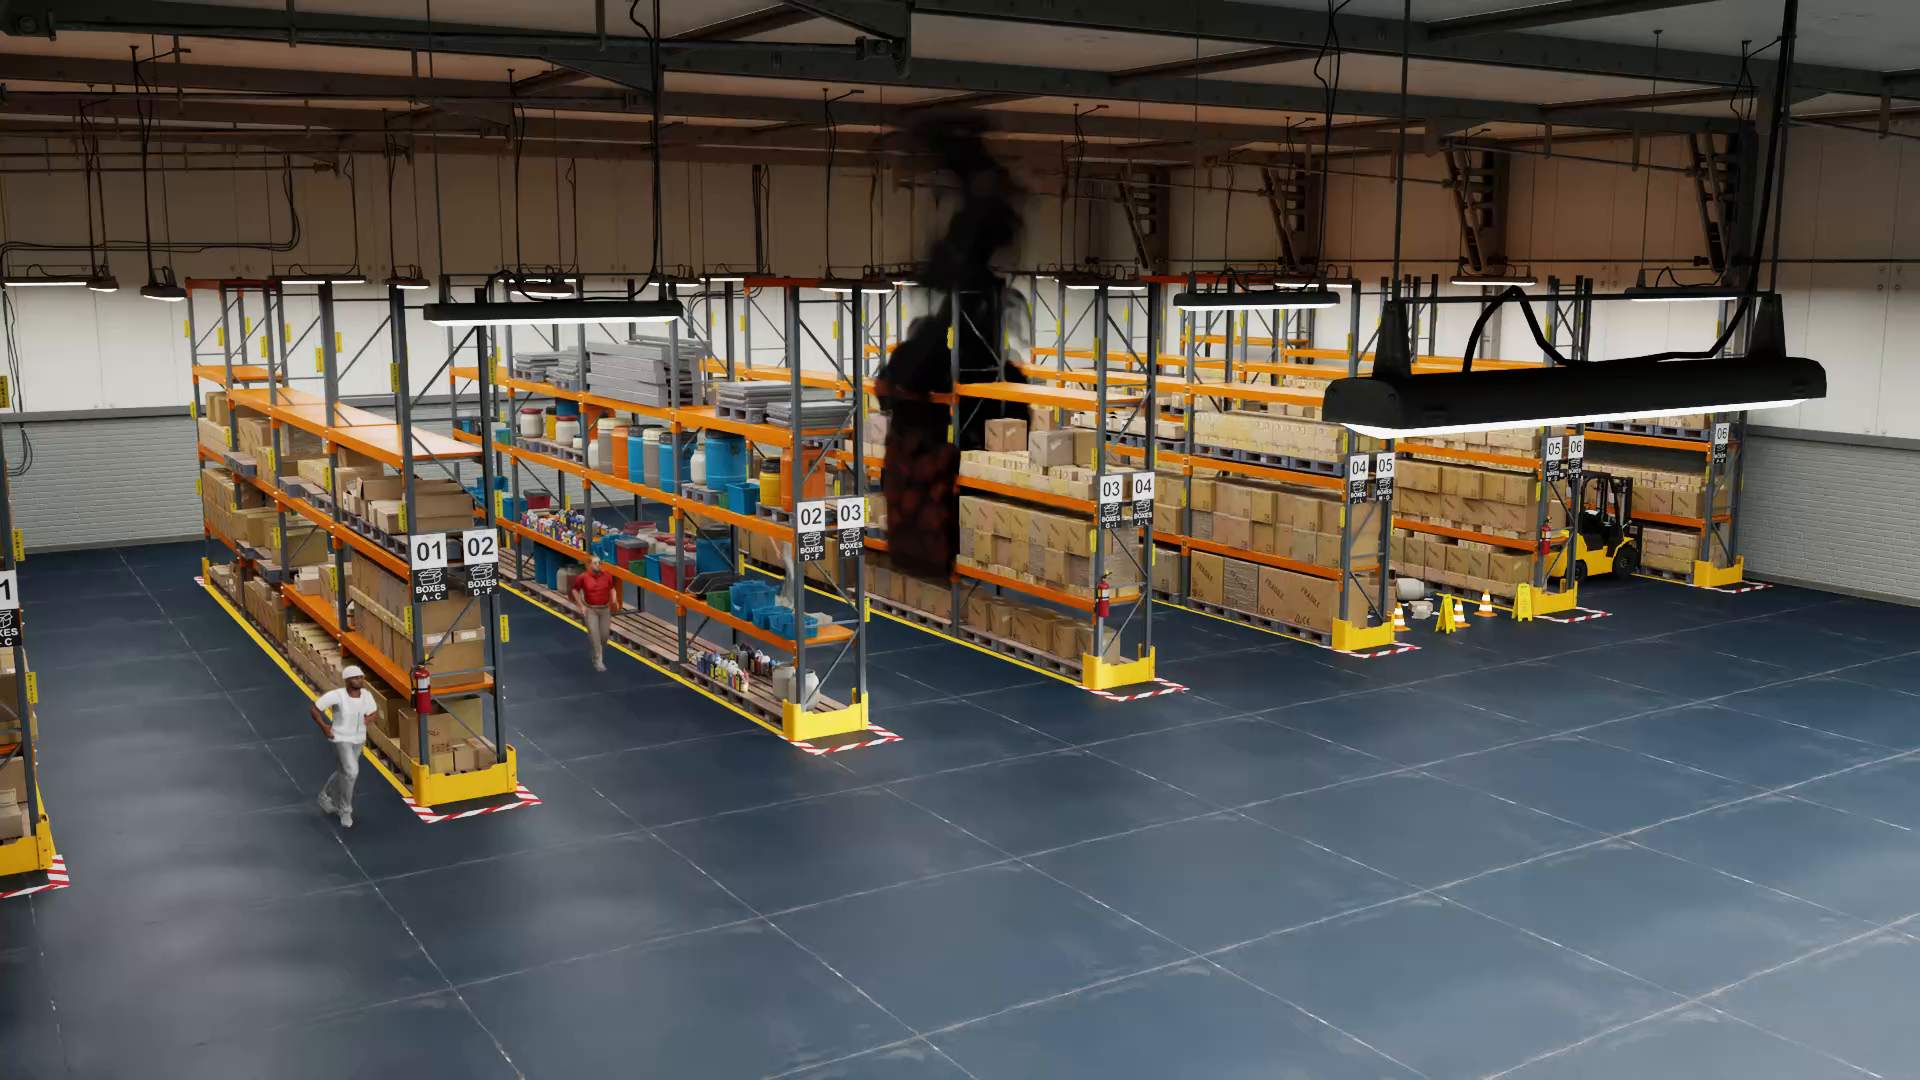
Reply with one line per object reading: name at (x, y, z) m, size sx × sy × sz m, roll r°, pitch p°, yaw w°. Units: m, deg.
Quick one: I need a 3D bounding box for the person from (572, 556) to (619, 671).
person at (-5.459, 1.070, 24.898) m, size 0.646 × 1.708 × 0.692 m, roll -5°, pitch 11°, yaw -30°

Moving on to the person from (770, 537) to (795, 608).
person at (-2.960, 0.374, 29.110) m, size 0.531 × 1.769 × 0.711 m, roll -9°, pitch 13°, yaw -44°

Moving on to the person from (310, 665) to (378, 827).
person at (-7.036, 2.326, 19.083) m, size 0.691 × 1.817 × 0.690 m, roll 5°, pitch 11°, yaw 28°
